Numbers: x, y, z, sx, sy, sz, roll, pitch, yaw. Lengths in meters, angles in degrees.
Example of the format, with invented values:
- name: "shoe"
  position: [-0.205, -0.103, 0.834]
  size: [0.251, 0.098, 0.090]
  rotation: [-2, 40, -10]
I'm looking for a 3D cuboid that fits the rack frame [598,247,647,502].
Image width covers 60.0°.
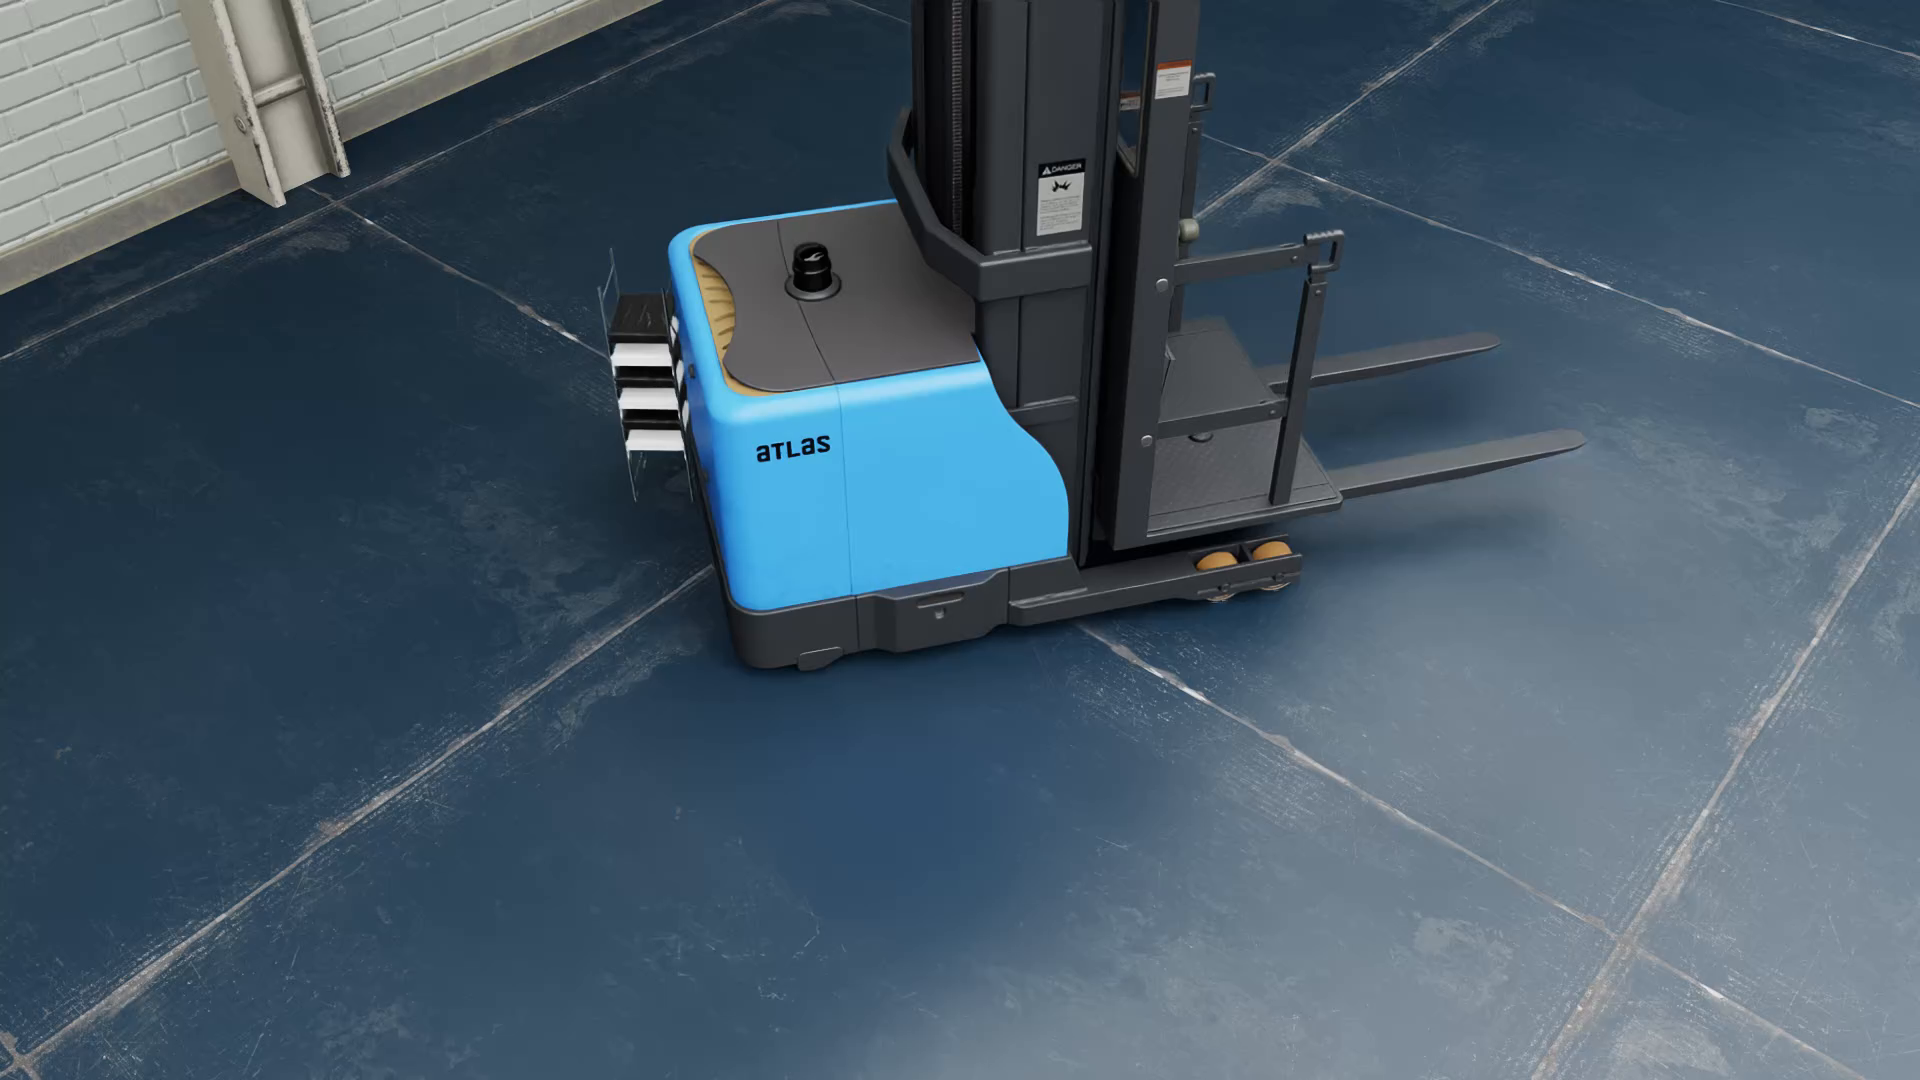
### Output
- name: "rack frame"
  position: [-1.149, -0.549, 5.685]
  size: [0.006, 0.900, 0.240]
  rotation: [1, 42, 1]

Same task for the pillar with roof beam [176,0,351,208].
- name: "pillar with roof beam"
  position: [0.274, -3.104, 2.475]
  size: [9.100, 9.000, 0.400]
  rotation: [29, 50, 28]

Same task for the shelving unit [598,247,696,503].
- name: "shelving unit"
  position: [-1.047, -0.548, 5.683]
  size: [0.210, 0.900, 0.258]
  rotation: [1, 42, 1]

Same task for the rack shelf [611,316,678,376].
- name: "rack shelf"
  position: [-1.047, -0.656, 5.585]
  size: [0.200, 0.077, 0.258]
  rotation: [1, 42, 1]

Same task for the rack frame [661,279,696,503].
- name: "rack frame"
  position: [-0.946, -0.547, 5.682]
  size: [0.006, 0.900, 0.240]
  rotation: [1, 42, 1]

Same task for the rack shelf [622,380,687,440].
- name: "rack shelf"
  position: [-1.047, -0.456, 5.766]
  size: [0.200, 0.077, 0.258]
  rotation: [1, 42, 1]

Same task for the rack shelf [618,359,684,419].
- name: "rack shelf"
  position: [-1.047, -0.523, 5.706]
  size: [0.200, 0.077, 0.258]
  rotation: [1, 42, 1]

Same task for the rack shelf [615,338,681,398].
- name: "rack shelf"
  position: [-1.047, -0.590, 5.645]
  size: [0.200, 0.077, 0.258]
  rotation: [1, 42, 1]

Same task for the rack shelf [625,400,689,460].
- name: "rack shelf"
  position: [-1.047, -0.390, 5.827]
  size: [0.200, 0.077, 0.258]
  rotation: [1, 42, 1]

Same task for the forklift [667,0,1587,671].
- name: "forklift"
  position: [0.642, -1.216, 4.909]
  size: [3.031, 2.935, 1.130]
  rotation: [-10, 43, -11]

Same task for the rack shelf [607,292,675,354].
- name: "rack shelf"
  position: [-1.047, -0.723, 5.524]
  size: [0.200, 0.077, 0.258]
  rotation: [1, 42, 1]
